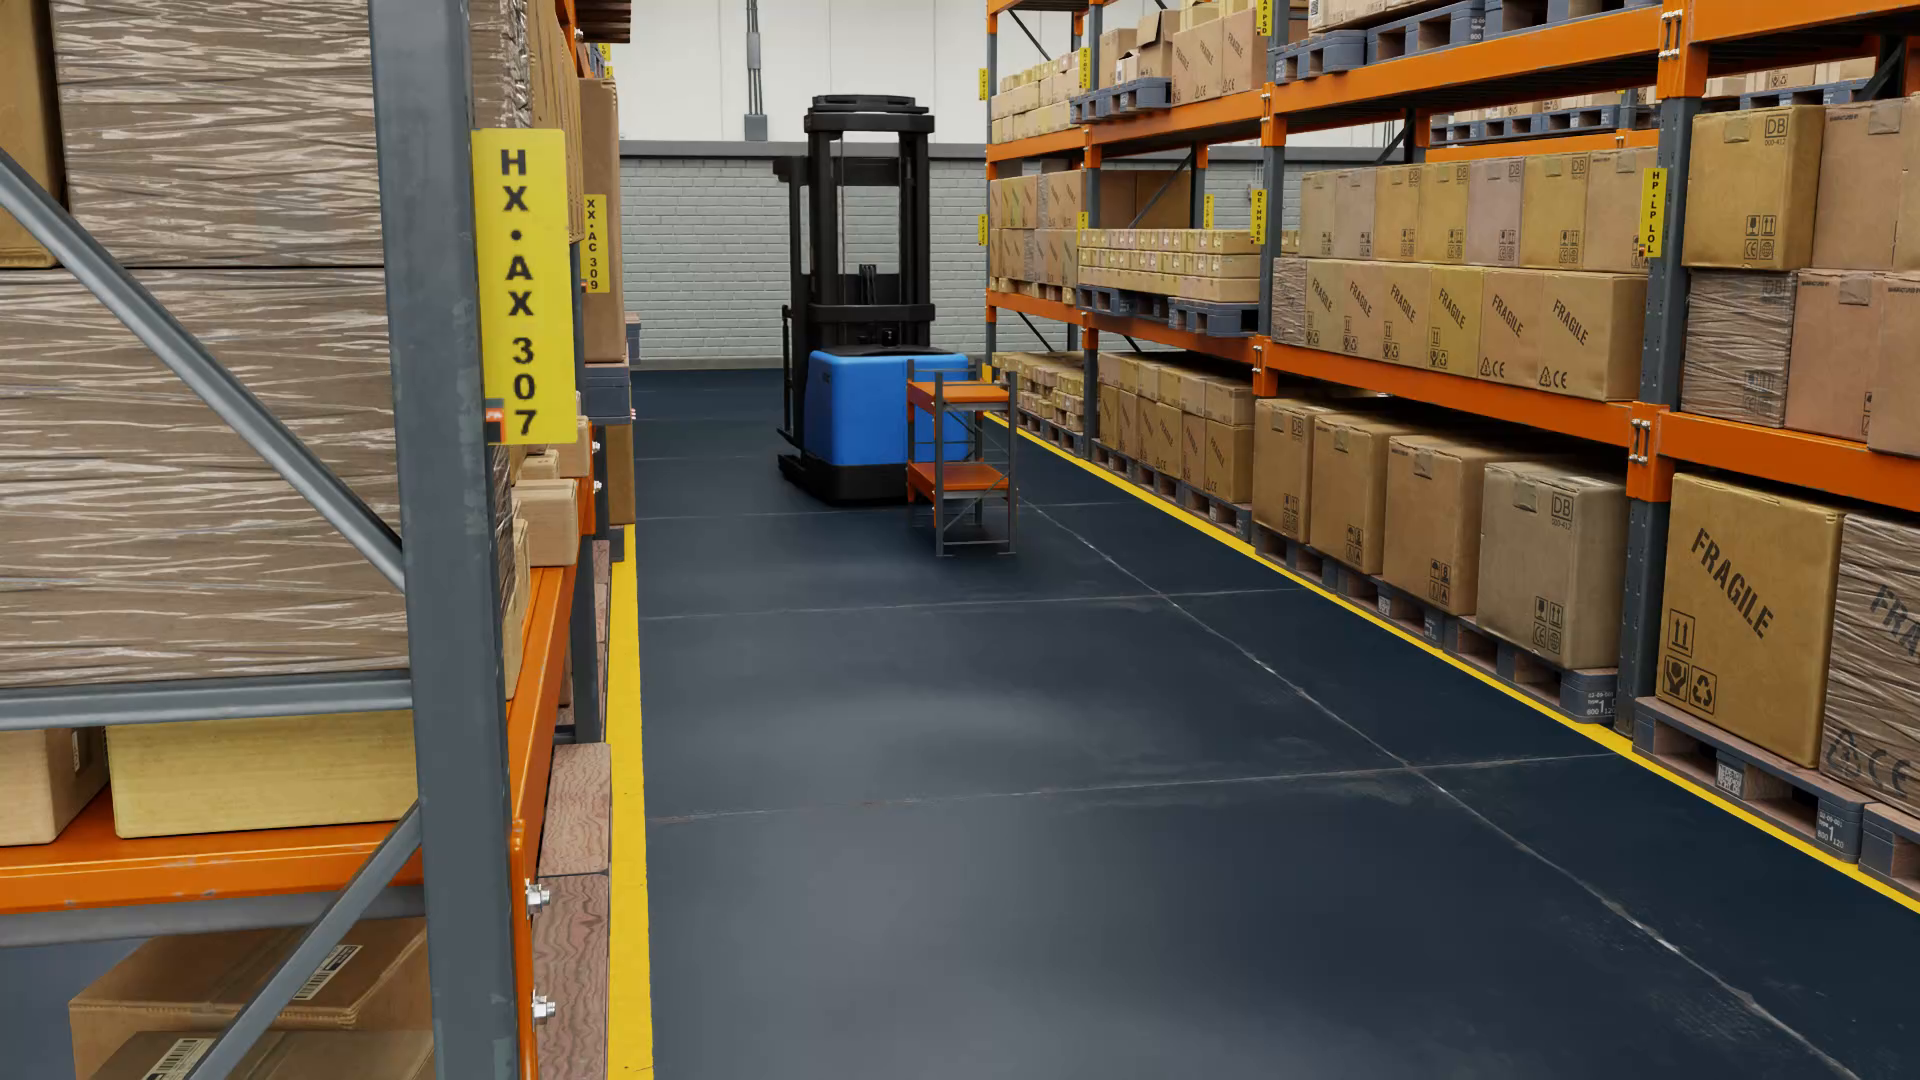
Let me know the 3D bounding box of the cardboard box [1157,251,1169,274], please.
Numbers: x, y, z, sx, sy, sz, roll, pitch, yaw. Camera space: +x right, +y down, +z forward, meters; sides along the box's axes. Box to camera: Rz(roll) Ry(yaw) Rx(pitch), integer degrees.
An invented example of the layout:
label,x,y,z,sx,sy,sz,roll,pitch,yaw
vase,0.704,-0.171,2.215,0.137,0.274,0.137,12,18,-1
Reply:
label,x,y,z,sx,sy,sz,roll,pitch,yaw
cardboard box,1.595,-1.938,11.610,0.380,0.149,0.250,-2,11,-11

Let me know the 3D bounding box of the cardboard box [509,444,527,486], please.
label,x,y,z,sx,sy,sz,roll,pitch,yaw
cardboard box,-1.425,-0.387,3.645,0.875,0.500,0.500,-2,11,-11

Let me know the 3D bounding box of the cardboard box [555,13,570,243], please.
label,x,y,z,sx,sy,sz,roll,pitch,yaw
cardboard box,-1.122,-0.890,3.611,0.500,0.500,0.500,-2,11,-11

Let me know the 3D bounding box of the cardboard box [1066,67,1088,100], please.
label,x,y,z,sx,sy,sz,roll,pitch,yaw
cardboard box,1.222,-3.901,14.211,0.500,0.250,0.500,-3,11,-14

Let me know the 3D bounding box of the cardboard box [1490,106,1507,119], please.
label,x,y,z,sx,sy,sz,roll,pitch,yaw
cardboard box,5.861,-4.521,17.252,0.500,0.311,0.500,-2,11,-10

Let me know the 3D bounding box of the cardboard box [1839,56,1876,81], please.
label,x,y,z,sx,sy,sz,roll,pitch,yaw
cardboard box,6.796,-3.549,11.905,0.700,0.500,0.500,-3,11,-14

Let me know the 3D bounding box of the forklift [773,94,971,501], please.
label,x,y,z,sx,sy,sz,roll,pitch,yaw
forklift,-0.841,-1.953,13.120,1.130,2.935,3.031,-3,11,-17

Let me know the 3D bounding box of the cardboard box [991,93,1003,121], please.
label,x,y,z,sx,sy,sz,roll,pitch,yaw
cardboard box,0.616,-4.467,17.187,0.500,0.250,0.500,-2,11,-10

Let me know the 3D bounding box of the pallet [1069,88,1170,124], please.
label,x,y,z,sx,sy,sz,roll,pitch,yaw
pallet,1.577,-3.444,13.249,1.213,0.211,1.003,-2,11,-11

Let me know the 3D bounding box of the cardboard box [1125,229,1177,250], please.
label,x,y,z,sx,sy,sz,roll,pitch,yaw
cardboard box,1.439,-2.229,12.343,0.380,0.149,0.250,-2,11,-9

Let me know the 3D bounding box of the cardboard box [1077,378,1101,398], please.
label,x,y,z,sx,sy,sz,roll,pitch,yaw
cardboard box,1.237,-1.334,14.592,0.380,0.149,0.250,-2,11,-9

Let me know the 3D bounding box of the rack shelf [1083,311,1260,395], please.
label,x,y,z,sx,sy,sz,roll,pitch,yaw
rack shelf,1.950,-1.460,12.268,1.077,0.370,4.000,-2,11,-11

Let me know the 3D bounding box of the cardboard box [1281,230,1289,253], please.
label,x,y,z,sx,sy,sz,roll,pitch,yaw
cardboard box,2.341,-2.008,11.180,0.380,0.149,0.250,-2,11,-11

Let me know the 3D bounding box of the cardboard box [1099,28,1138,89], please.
label,x,y,z,sx,sy,sz,roll,pitch,yaw
cardboard box,1.527,-3.835,13.412,0.700,0.500,0.500,-2,11,-11

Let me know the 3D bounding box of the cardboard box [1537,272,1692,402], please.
label,x,y,z,sx,sy,sz,roll,pitch,yaw
cardboard box,2.754,-0.848,6.861,0.500,0.500,0.500,-2,11,-11

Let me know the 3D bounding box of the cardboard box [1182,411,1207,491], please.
label,x,y,z,sx,sy,sz,roll,pitch,yaw
cardboard box,1.858,-0.631,11.553,0.500,0.500,0.500,-2,11,-9

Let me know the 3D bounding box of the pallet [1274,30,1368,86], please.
label,x,y,z,sx,sy,sz,roll,pitch,yaw
pallet,2.517,-2.711,9.400,1.213,0.211,1.003,-2,11,-8

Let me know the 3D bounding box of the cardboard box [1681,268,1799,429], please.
label,x,y,z,sx,sy,sz,roll,pitch,yaw
cardboard box,3.201,-0.719,6.051,0.875,0.550,0.550,-2,11,-11

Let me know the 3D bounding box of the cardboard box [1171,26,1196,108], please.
label,x,y,z,sx,sy,sz,roll,pitch,yaw
cardboard box,1.776,-3.248,11.447,0.500,0.500,0.500,-2,11,-11

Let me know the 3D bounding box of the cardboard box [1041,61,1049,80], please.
label,x,y,z,sx,sy,sz,roll,pitch,yaw
cardboard box,0.955,-4.305,15.268,0.380,0.149,0.250,-2,11,-11

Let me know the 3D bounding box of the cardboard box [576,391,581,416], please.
label,x,y,z,sx,sy,sz,roll,pitch,yaw
cardboard box,-1.438,-0.399,5.441,0.380,0.149,0.250,-2,11,-11

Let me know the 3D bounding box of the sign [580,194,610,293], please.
label,x,y,z,sx,sy,sz,roll,pitch,yaw
sign,-1.237,-0.997,5.599,0.100,0.325,0.005,-2,11,-11

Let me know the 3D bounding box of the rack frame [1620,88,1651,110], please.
label,x,y,z,sx,sy,sz,roll,pitch,yaw
rack frame,6.397,-5.326,14.610,1.000,3.000,0.127,-2,11,-11

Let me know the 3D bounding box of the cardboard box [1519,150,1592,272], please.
label,x,y,z,sx,sy,sz,roll,pitch,yaw
cardboard box,2.913,-1.438,7.288,0.700,0.500,0.500,-2,11,-12

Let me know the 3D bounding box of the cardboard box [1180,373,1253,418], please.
label,x,y,z,sx,sy,sz,roll,pitch,yaw
cardboard box,1.840,-1.001,11.491,0.500,0.250,0.500,-2,11,-10

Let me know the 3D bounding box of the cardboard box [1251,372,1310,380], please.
label,x,y,z,sx,sy,sz,roll,pitch,yaw
cardboard box,2.344,-1.021,11.597,0.500,0.250,0.500,-2,11,-12

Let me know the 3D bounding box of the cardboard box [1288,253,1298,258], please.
label,x,y,z,sx,sy,sz,roll,pitch,yaw
cardboard box,2.387,-1.821,10.995,0.380,0.149,0.250,-2,11,-8

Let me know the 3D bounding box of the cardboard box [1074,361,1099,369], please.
label,x,y,z,sx,sy,sz,roll,pitch,yaw
cardboard box,1.340,-1.683,16.429,0.380,0.149,0.250,-3,11,-13

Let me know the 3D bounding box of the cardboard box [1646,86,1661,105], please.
label,x,y,z,sx,sy,sz,roll,pitch,yaw
cardboard box,6.151,-3.888,14.315,0.396,0.266,0.258,-2,11,-12

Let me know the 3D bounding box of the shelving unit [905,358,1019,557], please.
label,x,y,z,sx,sy,sz,roll,pitch,yaw
shelving unit,-0.001,-0.554,10.598,0.538,1.125,1.048,-2,11,-11

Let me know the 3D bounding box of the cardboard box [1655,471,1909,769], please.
label,x,y,z,sx,sy,sz,roll,pitch,yaw
cardboard box,3.171,0.243,5.959,0.875,0.875,0.875,-2,11,-10

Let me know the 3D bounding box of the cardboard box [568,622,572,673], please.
label,x,y,z,sx,sy,sz,roll,pitch,yaw
cardboard box,-1.940,0.259,6.820,0.700,0.500,0.500,-2,11,-11

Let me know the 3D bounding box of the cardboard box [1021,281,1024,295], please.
label,x,y,z,sx,sy,sz,roll,pitch,yaw
cardboard box,0.828,-2.529,16.634,0.380,0.149,0.250,-2,11,-12

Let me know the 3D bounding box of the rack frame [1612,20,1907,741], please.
label,x,y,z,sx,sy,sz,roll,pitch,yaw
rack frame,3.117,-0.713,6.419,1.000,3.000,0.127,-2,11,-11

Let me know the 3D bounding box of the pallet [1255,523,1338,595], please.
label,x,y,z,sx,sy,sz,roll,pitch,yaw
pallet,2.419,0.071,9.760,1.003,0.211,1.213,-2,11,-11

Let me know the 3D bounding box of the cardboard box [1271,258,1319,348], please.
label,x,y,z,sx,sy,sz,roll,pitch,yaw
cardboard box,2.162,-1.403,9.780,0.500,0.500,0.500,-2,11,-10

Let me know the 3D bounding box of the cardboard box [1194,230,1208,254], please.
label,x,y,z,sx,sy,sz,roll,pitch,yaw
cardboard box,1.748,-1.941,10.829,0.380,0.149,0.250,-2,11,-12

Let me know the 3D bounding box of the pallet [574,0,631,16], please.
label,x,y,z,sx,sy,sz,roll,pitch,yaw
pallet,-1.783,-2.049,5.921,1.213,0.211,1.003,-2,11,-11

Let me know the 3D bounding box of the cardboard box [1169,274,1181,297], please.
label,x,y,z,sx,sy,sz,roll,pitch,yaw
cardboard box,1.651,-1.742,11.373,0.380,0.149,0.250,-2,11,-12

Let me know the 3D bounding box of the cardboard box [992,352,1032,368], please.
label,x,y,z,sx,sy,sz,roll,pitch,yaw
cardboard box,0.552,-1.903,17.584,0.380,0.149,0.250,-3,11,-14

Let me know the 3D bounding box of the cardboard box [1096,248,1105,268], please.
label,x,y,z,sx,sy,sz,roll,pitch,yaw
cardboard box,1.290,-2.225,13.119,0.380,0.149,0.250,-2,11,-10

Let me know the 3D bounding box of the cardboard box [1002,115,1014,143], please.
label,x,y,z,sx,sy,sz,roll,pitch,yaw
cardboard box,0.718,-4.125,16.726,0.500,0.250,0.500,-2,11,-9

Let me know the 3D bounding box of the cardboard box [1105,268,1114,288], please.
label,x,y,z,sx,sy,sz,roll,pitch,yaw
cardboard box,1.339,-2.031,12.895,0.380,0.149,0.250,-2,11,-10

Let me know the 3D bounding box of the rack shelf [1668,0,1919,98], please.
label,x,y,z,sx,sy,sz,roll,pitch,yaw
rack shelf,3.506,-1.466,4.278,1.077,0.370,4.000,-2,11,-11

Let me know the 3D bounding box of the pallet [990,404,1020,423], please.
label,x,y,z,sx,sy,sz,roll,pitch,yaw
pallet,0.921,-1.380,17.380,1.003,0.211,1.213,-2,11,-11

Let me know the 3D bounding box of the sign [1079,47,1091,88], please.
label,x,y,z,sx,sy,sz,roll,pitch,yaw
sign,1.031,-3.886,13.688,0.100,0.325,0.005,-2,11,-11

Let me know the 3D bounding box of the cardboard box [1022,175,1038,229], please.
label,x,y,z,sx,sy,sz,roll,pitch,yaw
cardboard box,0.896,-3.226,15.887,0.500,0.500,0.500,-2,11,-13

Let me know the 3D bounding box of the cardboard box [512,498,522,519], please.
label,x,y,z,sx,sy,sz,roll,pitch,yaw
cardboard box,-1.061,0.016,3.261,0.380,0.149,0.250,-2,11,-11

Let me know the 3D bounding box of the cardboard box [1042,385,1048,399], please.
label,x,y,z,sx,sy,sz,roll,pitch,yaw
cardboard box,1.000,-1.421,15.847,0.380,0.149,0.250,-3,11,-14

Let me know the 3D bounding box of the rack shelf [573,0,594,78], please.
label,x,y,z,sx,sy,sz,roll,pitch,yaw
rack shelf,-2.157,-2.038,7.282,1.077,0.370,4.000,-2,11,-11

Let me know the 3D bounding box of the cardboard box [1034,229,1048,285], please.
label,x,y,z,sx,sy,sz,roll,pitch,yaw
cardboard box,0.995,-2.640,15.483,0.500,0.500,0.500,-2,11,-11

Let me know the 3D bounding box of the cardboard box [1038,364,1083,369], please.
label,x,y,z,sx,sy,sz,roll,pitch,yaw
cardboard box,0.970,-1.620,16.096,0.380,0.149,0.250,-2,11,-11

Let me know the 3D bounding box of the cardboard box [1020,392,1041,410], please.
label,x,y,z,sx,sy,sz,roll,pitch,yaw
cardboard box,0.806,-1.378,16.417,0.380,0.149,0.250,-3,11,-14

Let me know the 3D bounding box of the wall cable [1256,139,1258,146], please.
label,x,y,z,sx,sy,sz,roll,pitch,yaw
wall cable,4.236,-7.092,23.892,0.463,3.000,0.029,-2,11,-11
